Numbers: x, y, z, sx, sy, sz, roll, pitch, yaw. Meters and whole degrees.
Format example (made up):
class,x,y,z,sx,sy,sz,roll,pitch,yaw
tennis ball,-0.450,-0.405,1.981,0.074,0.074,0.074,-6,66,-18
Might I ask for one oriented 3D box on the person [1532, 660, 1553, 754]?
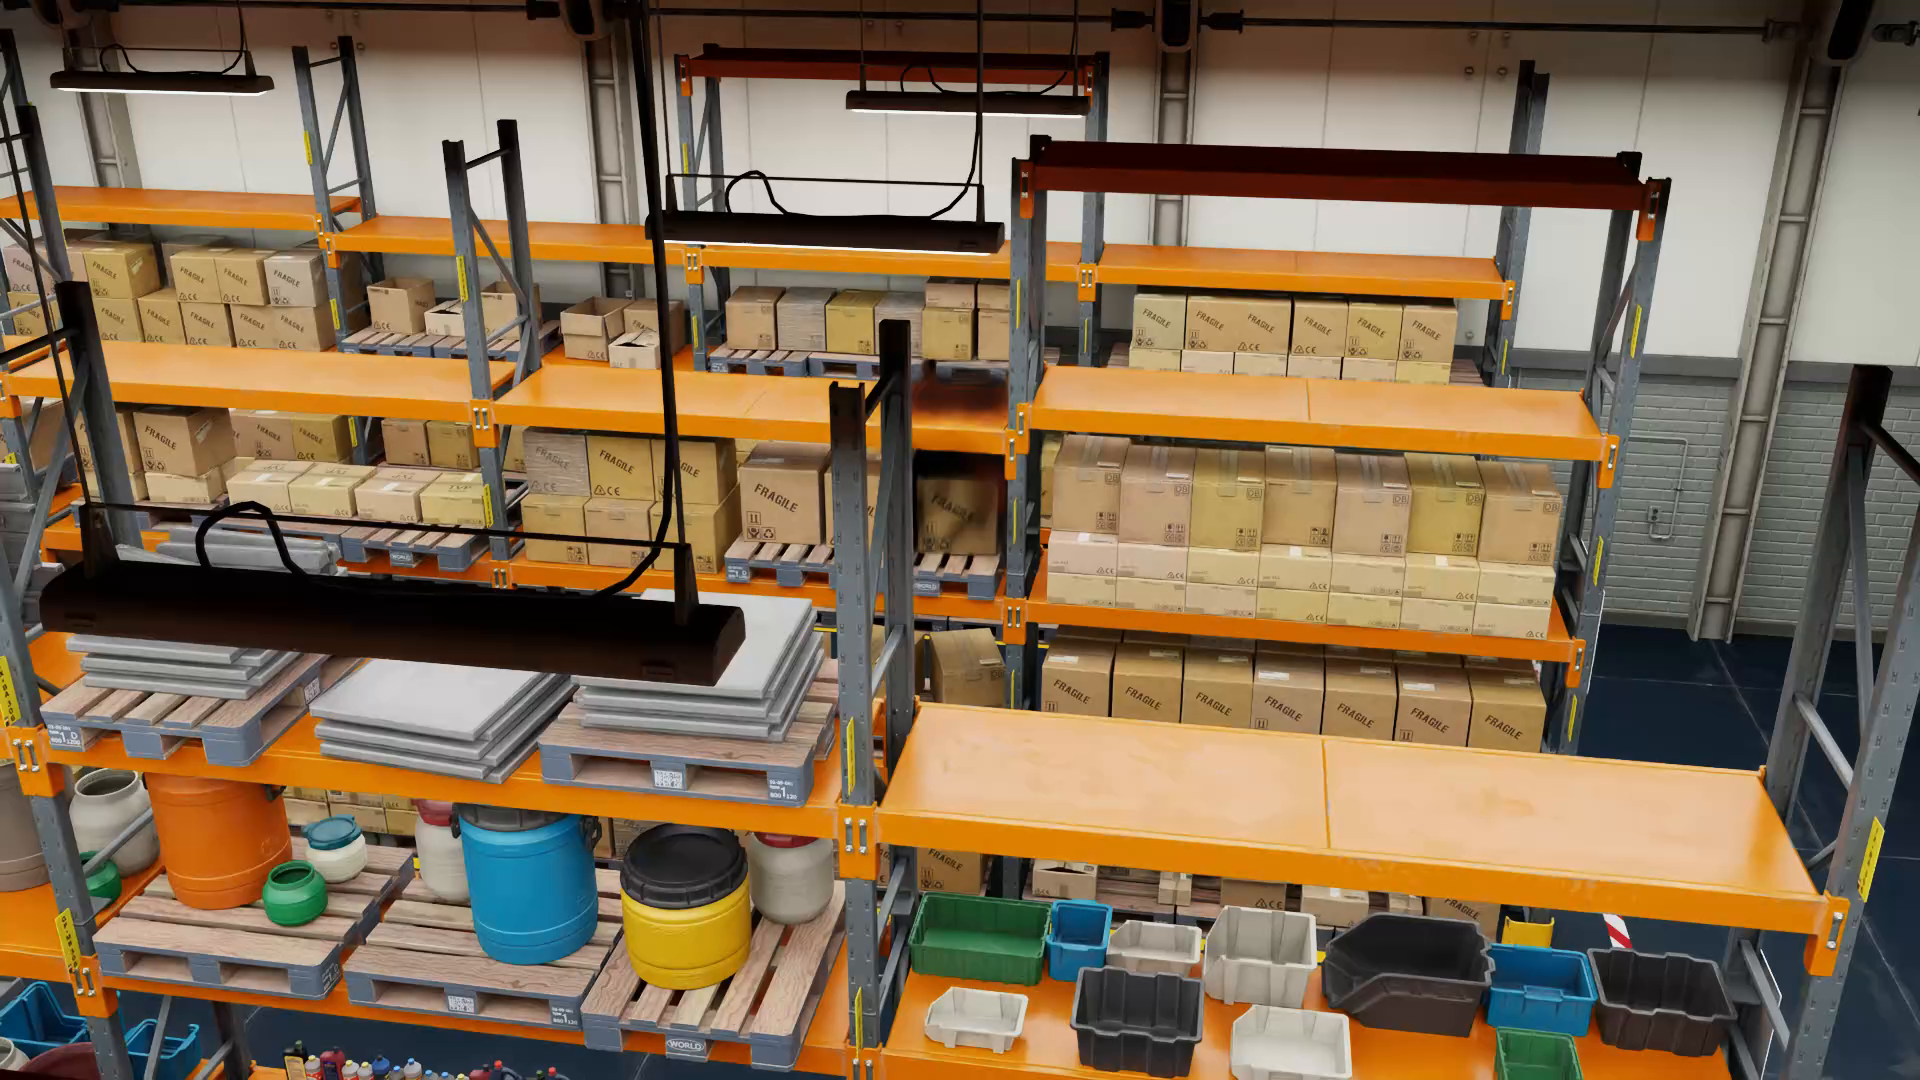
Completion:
class,x,y,z,sx,sy,sz,roll,pitch,yaw
person,5.000,1.431,14.985,0.805,1.550,0.428,4,23,10
